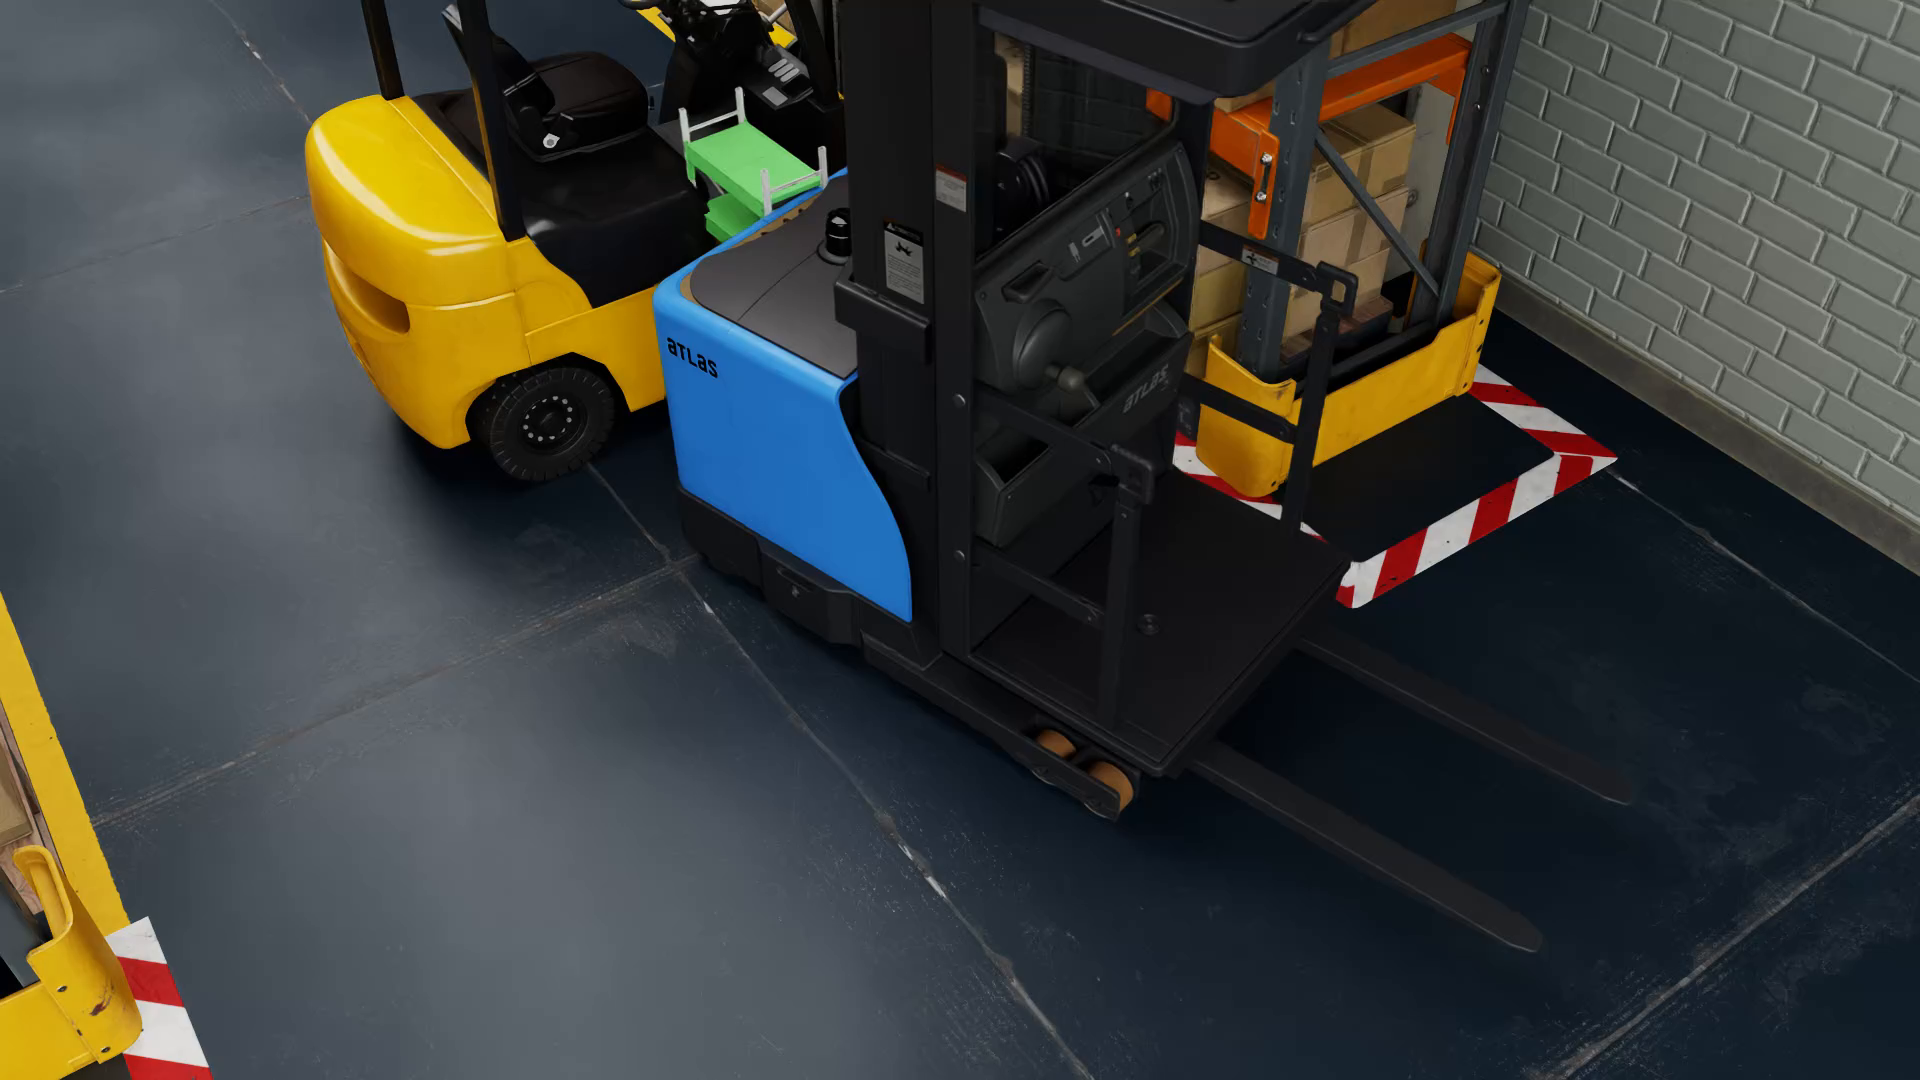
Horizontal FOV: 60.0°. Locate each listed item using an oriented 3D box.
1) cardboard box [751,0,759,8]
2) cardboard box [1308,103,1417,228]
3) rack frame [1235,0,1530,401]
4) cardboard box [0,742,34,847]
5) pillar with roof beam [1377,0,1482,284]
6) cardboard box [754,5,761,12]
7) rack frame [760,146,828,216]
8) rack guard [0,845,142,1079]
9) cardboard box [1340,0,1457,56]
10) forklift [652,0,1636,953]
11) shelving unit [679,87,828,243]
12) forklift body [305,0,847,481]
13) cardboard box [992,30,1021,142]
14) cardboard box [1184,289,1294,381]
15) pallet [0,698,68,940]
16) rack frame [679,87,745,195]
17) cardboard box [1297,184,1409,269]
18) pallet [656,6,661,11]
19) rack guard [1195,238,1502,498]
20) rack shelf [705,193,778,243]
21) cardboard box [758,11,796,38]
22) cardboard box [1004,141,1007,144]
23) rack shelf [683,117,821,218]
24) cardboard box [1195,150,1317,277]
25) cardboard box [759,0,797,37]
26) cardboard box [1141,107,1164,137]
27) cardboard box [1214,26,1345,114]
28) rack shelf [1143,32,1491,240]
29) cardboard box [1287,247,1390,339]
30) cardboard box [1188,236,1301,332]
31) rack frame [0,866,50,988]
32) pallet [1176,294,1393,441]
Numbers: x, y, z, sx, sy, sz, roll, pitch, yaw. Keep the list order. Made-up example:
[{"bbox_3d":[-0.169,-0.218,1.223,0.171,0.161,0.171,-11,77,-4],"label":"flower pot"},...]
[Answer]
[{"bbox_3d":[-0.866,-2.767,7.801,0.500,0.250,0.500,-26,49,-25],"label":"cardboard box"},{"bbox_3d":[1.279,-1.425,6.034,0.500,0.250,0.500,-26,50,-25],"label":"cardboard box"},{"bbox_3d":[1.399,-1.559,5.211,1.000,3.000,0.127,-26,49,-24],"label":"rack frame"},{"bbox_3d":[-2.905,0.680,4.552,0.500,0.250,0.500,-26,49,-25],"label":"cardboard box"},{"bbox_3d":[-1.791,-2.779,2.144,9.100,9.000,0.400,-26,49,-24],"label":"pillar with roof beam"},{"bbox_3d":[-0.884,-2.577,7.965,0.500,0.250,0.500,-25,49,-24],"label":"cardboard box"},{"bbox_3d":[-0.524,-0.768,5.659,0.240,1.200,0.015,-29,51,-27],"label":"rack frame"},{"bbox_3d":[-2.713,1.265,4.063,1.175,0.500,0.348,-26,49,-24],"label":"rack guard"},{"bbox_3d":[1.343,-1.986,5.585,0.500,0.500,0.500,-24,49,-23],"label":"cardboard box"},{"bbox_3d":[0.518,-0.663,4.322,3.031,2.935,1.130,29,51,27],"label":"forklift"},{"bbox_3d":[-0.675,-0.900,5.797,0.258,1.200,0.503,-29,51,-27],"label":"shelving unit"},{"bbox_3d":[-1.182,-1.606,5.874,2.313,2.155,1.214,-26,49,-24],"label":"forklift body"},{"bbox_3d":[0.286,-1.785,6.410,0.500,0.250,0.500,-25,49,-24],"label":"cardboard box"},{"bbox_3d":[0.871,-0.858,6.163,0.500,0.250,0.500,-25,49,-24],"label":"cardboard box"},{"bbox_3d":[-3.149,0.895,4.659,1.003,0.211,1.213,-26,49,-24],"label":"pallet"},{"bbox_3d":[-0.827,-1.032,5.936,0.240,1.200,0.015,-29,51,-27],"label":"rack frame"},{"bbox_3d":[1.300,-1.246,6.208,0.500,0.250,0.500,-25,49,-24],"label":"cardboard box"},{"bbox_3d":[-1.343,-3.218,8.968,1.003,0.211,1.213,-26,49,-24],"label":"pallet"},{"bbox_3d":[1.413,-0.641,6.060,1.175,0.500,0.348,-26,49,-24],"label":"rack guard"},{"bbox_3d":[-0.676,-1.027,5.676,0.258,0.148,0.480,-29,51,-27],"label":"rack shelf"},{"bbox_3d":[-0.581,-2.296,7.670,0.500,0.250,0.500,-27,50,-25],"label":"cardboard box"},{"bbox_3d":[0.274,-1.622,6.602,0.500,0.250,0.500,-27,50,-25],"label":"cardboard box"},{"bbox_3d":[-0.676,-1.201,5.510,0.258,0.148,0.480,-29,51,-27],"label":"rack shelf"},{"bbox_3d":[0.880,-1.216,5.814,0.500,0.250,0.500,-24,49,-23],"label":"cardboard box"},{"bbox_3d":[-0.576,-2.482,7.503,0.500,0.250,0.500,-26,49,-25],"label":"cardboard box"},{"bbox_3d":[0.583,-1.503,6.115,0.500,0.250,0.500,-25,49,-24],"label":"cardboard box"},{"bbox_3d":[0.902,-1.770,5.360,0.500,0.500,0.500,-27,50,-25],"label":"cardboard box"},{"bbox_3d":[0.255,-2.432,6.646,1.077,0.370,4.000,-26,49,-24],"label":"rack shelf"},{"bbox_3d":[1.279,-1.072,6.388,0.500,0.250,0.500,-26,49,-24],"label":"cardboard box"},{"bbox_3d":[0.864,-1.050,6.002,0.500,0.250,0.500,-26,50,-25],"label":"cardboard box"},{"bbox_3d":[-2.670,0.404,3.155,1.000,3.000,0.127,-26,49,-24],"label":"rack frame"},{"bbox_3d":[0.927,-0.967,6.610,1.003,0.211,1.213,-26,49,-24],"label":"pallet"}]
